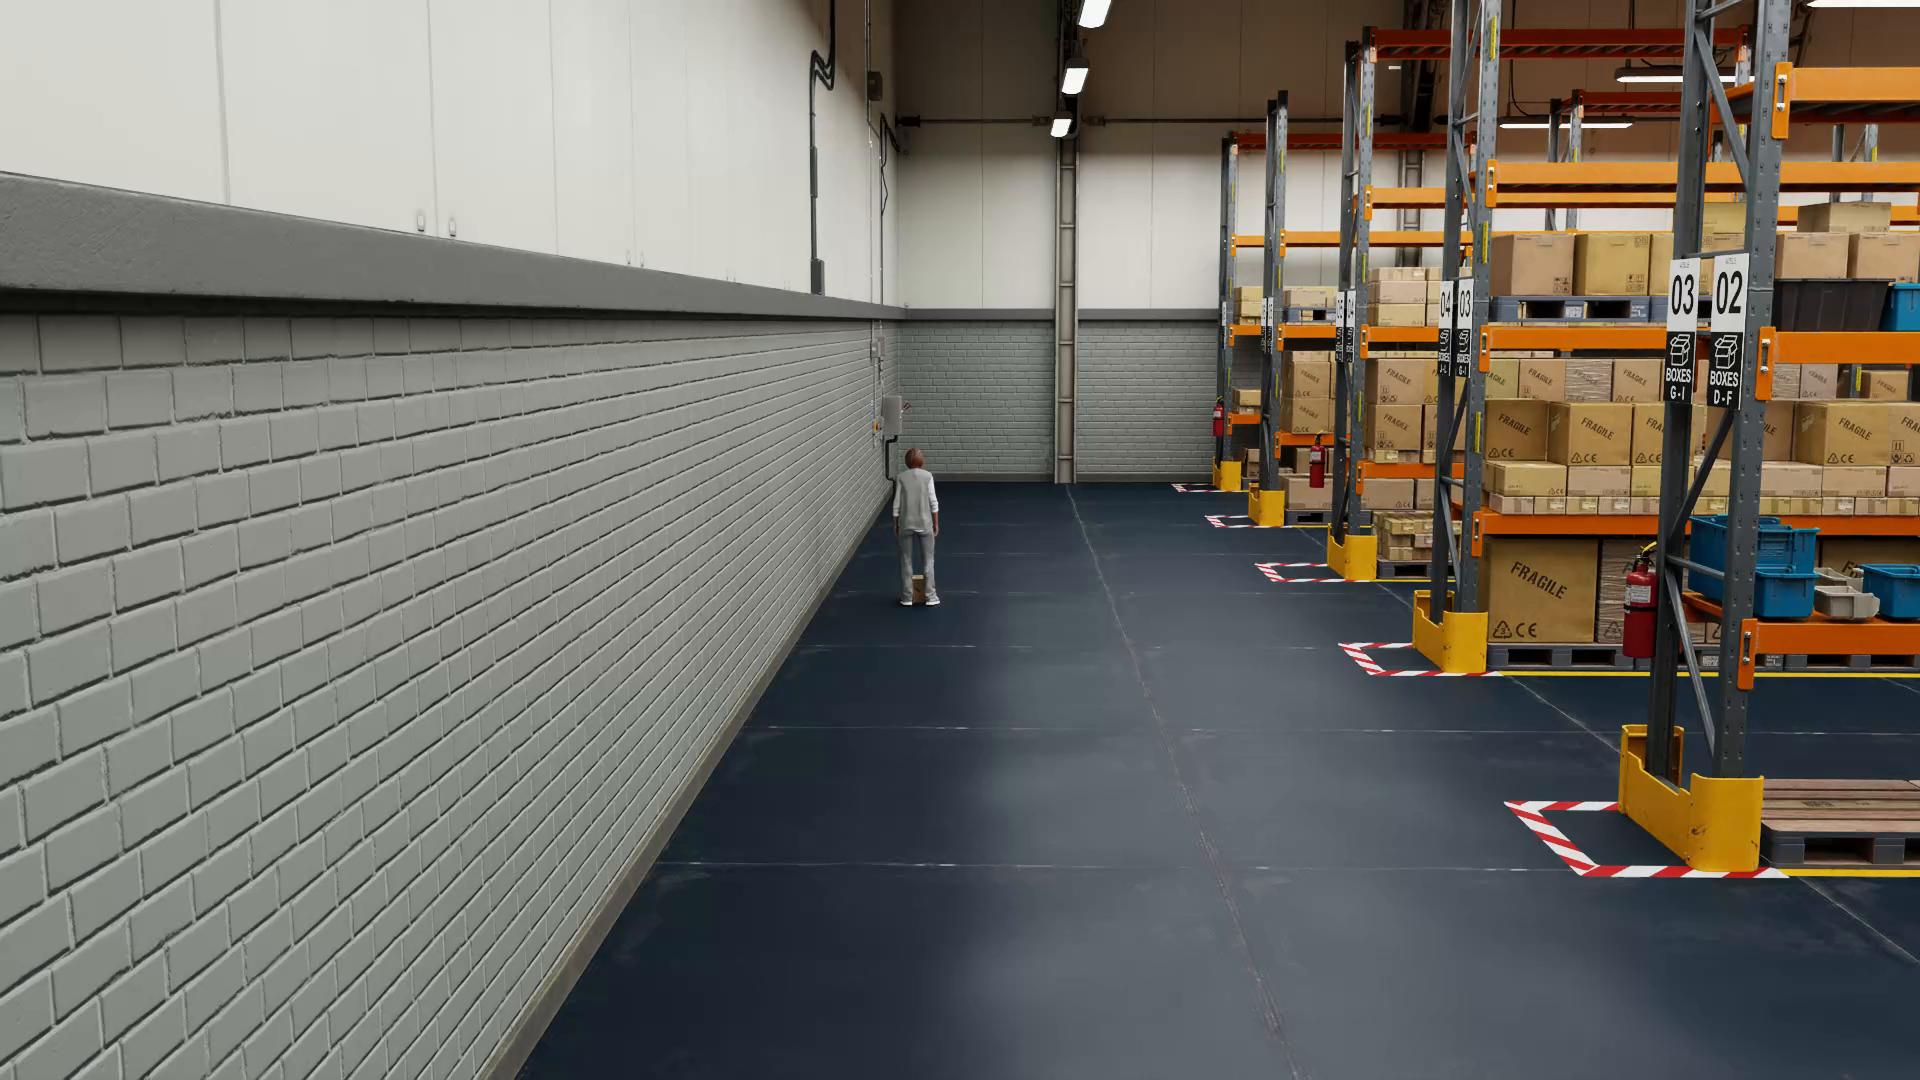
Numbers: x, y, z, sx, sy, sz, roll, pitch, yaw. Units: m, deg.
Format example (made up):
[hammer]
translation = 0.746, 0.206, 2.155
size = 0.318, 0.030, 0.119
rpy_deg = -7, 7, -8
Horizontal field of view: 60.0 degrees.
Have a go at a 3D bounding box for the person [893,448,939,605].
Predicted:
[person]
translation = -0.444, -0.130, 16.821
size = 0.465, 1.592, 0.345
rpy_deg = 0, 7, 1
